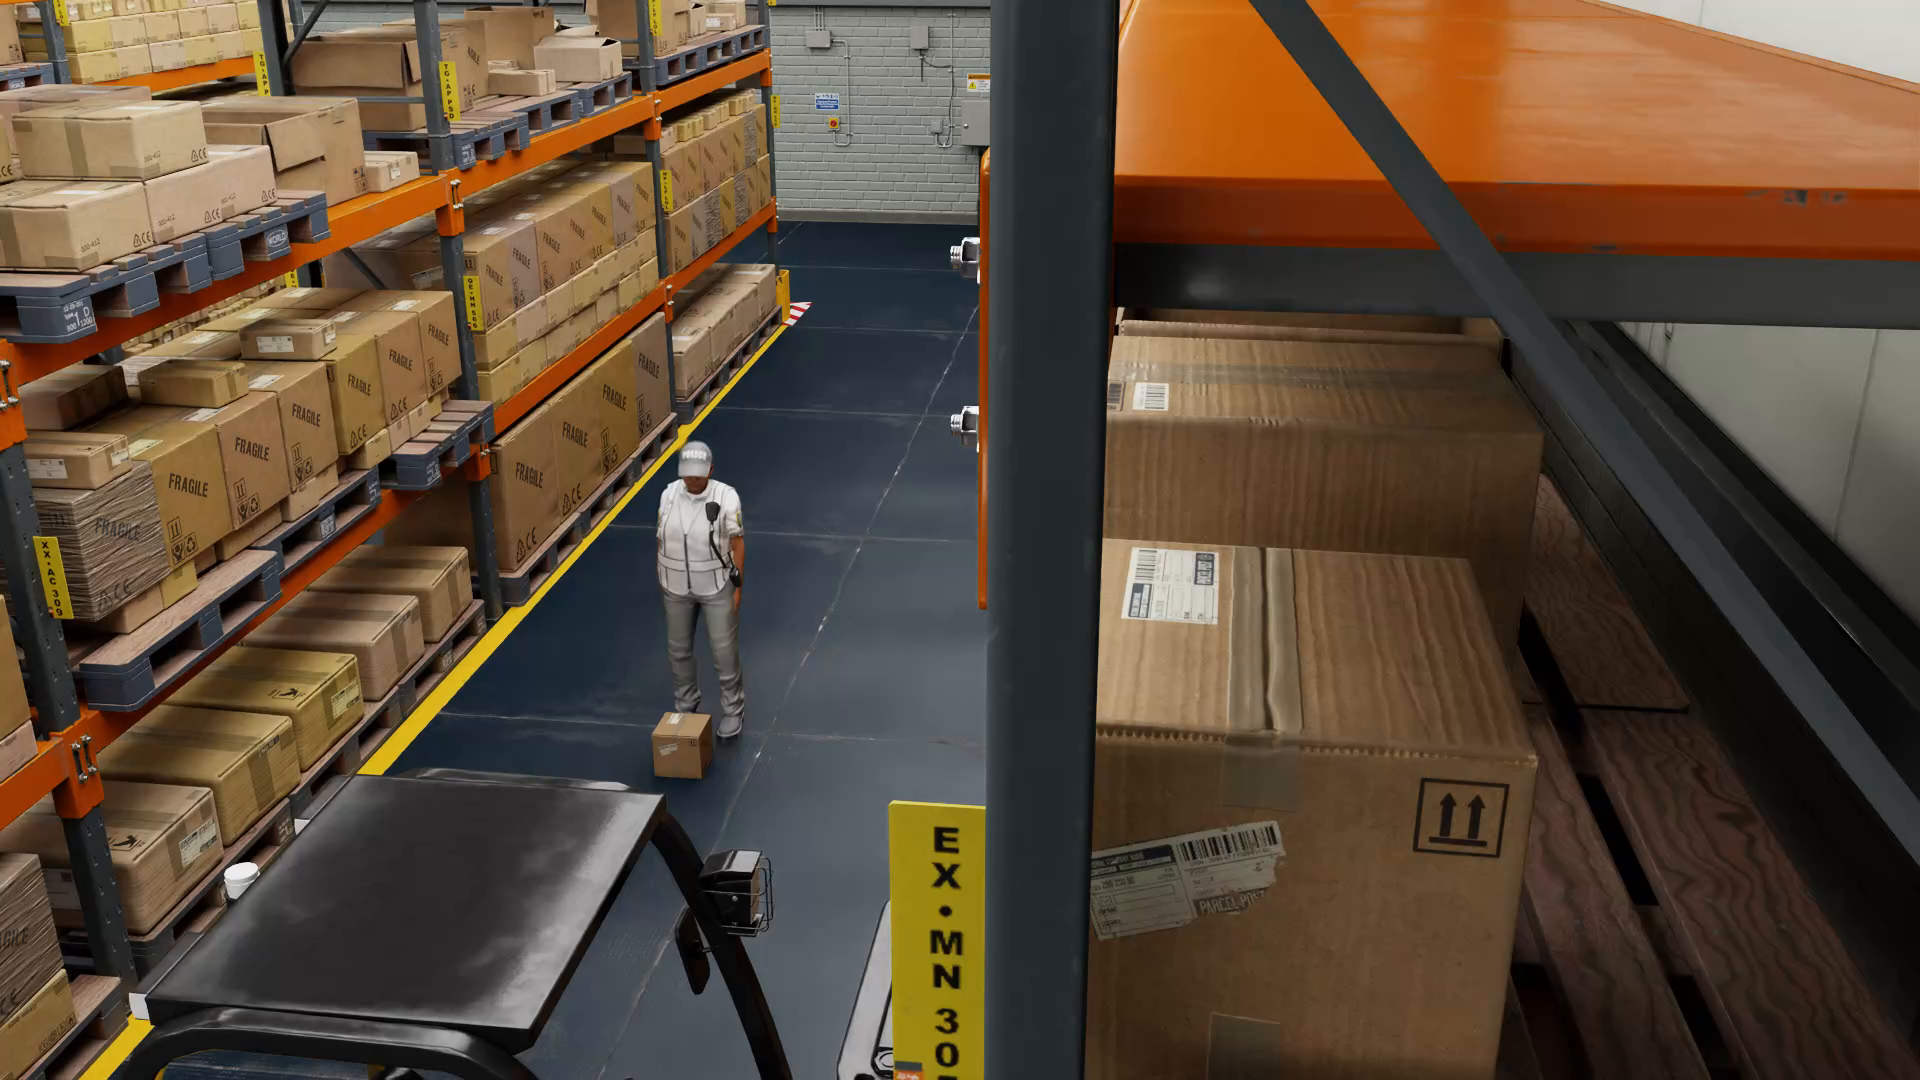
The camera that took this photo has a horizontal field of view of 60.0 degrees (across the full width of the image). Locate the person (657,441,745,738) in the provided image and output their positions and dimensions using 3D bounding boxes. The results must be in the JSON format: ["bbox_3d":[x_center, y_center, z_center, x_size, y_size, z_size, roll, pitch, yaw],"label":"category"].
[{"bbox_3d":[-1.378,0.262,8.927,0.471,1.657,0.382,3,21,7],"label":"person"}]
